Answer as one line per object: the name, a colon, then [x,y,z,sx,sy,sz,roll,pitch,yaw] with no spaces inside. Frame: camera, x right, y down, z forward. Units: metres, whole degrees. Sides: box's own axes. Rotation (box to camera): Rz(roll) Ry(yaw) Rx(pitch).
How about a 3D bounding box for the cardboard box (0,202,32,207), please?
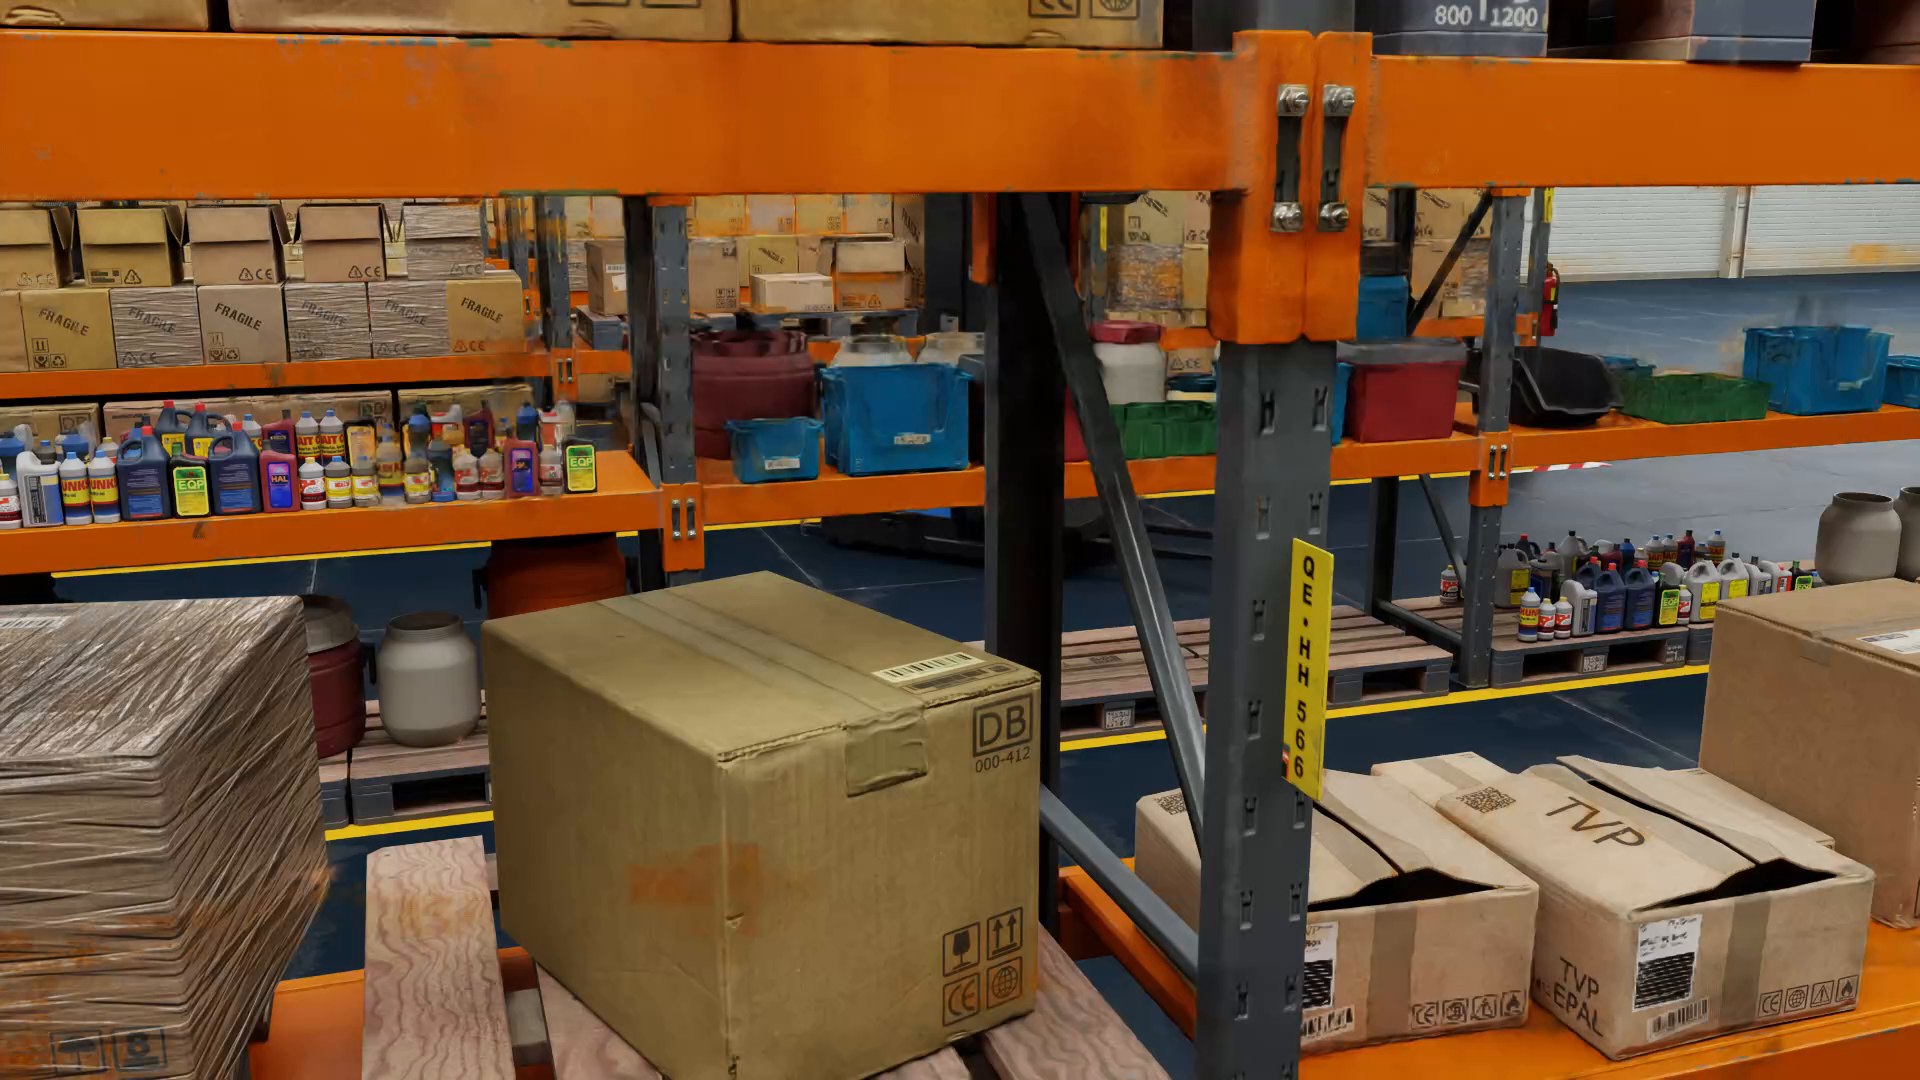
cardboard box: [-8.531,-2.987,14.697,0.500,0.500,0.500,-5,14,-20]

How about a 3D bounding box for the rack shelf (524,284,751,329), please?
rack shelf: [-2.485,-2.494,17.199,4.000,0.370,1.077,-4,14,-18]

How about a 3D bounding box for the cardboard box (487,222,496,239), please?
cardboard box: [-7.143,-4.769,25.534,0.500,0.250,0.500,-4,14,-18]

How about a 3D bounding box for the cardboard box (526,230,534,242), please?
cardboard box: [-5.409,-3.853,20.995,0.250,0.149,0.380,-5,14,-22]

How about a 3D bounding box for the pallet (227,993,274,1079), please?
pallet: [-1.580,0.810,2.170,1.213,0.211,1.003,-4,14,-18]

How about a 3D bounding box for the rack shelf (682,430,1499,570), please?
rack shelf: [0.581,-0.312,8.028,4.000,0.370,1.077,-4,14,-18]

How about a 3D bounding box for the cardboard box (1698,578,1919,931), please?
cardboard box: [1.846,0.396,3.280,0.500,0.500,0.500,-5,14,-21]

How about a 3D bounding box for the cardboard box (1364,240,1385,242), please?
cardboard box: [3.234,-2.259,13.801,0.500,0.500,0.875,-4,14,-18]

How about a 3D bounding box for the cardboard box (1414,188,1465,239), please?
cardboard box: [3.773,-2.738,13.652,0.500,0.500,0.500,-4,14,-18]

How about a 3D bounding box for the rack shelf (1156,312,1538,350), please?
rack shelf: [2.792,-1.694,13.836,4.000,0.370,1.077,-4,14,-18]

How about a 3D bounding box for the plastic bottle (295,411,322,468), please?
plastic bottle: [-2.823,-0.420,7.205,0.097,0.271,0.097,0,13,0]

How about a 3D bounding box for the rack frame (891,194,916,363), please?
rack frame: [-0.590,-2.991,17.737,0.127,3.000,1.000,-4,14,-18]

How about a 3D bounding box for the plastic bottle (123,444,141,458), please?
plastic bottle: [-3.191,-0.241,6.453,0.097,0.271,0.097,0,13,0]

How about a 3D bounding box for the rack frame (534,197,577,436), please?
rack frame: [-2.895,-1.601,11.891,0.127,3.000,1.000,-4,14,-18]

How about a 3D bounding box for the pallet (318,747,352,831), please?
pallet: [-3.203,0.999,6.989,1.213,0.211,1.003,-4,14,-18]

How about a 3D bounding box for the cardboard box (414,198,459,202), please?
cardboard box: [-6.462,-4.214,20.499,0.500,0.500,0.500,-5,14,-20]

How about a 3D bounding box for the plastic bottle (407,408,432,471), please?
plastic bottle: [-2.366,-0.441,7.292,0.097,0.271,0.097,0,13,0]

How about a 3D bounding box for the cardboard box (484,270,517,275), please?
cardboard box: [-3.442,-1.673,11.979,0.500,0.500,0.500,-4,14,-16]

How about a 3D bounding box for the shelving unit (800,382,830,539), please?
shelving unit: [-0.902,-0.653,11.794,0.258,1.200,0.503,7,15,28]

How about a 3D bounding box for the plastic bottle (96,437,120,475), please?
plastic bottle: [-3.563,-0.328,6.971,0.097,0.201,0.097,0,13,0]

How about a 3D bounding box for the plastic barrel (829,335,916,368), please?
plastic barrel: [-0.408,-0.692,7.827,0.421,0.512,0.421,0,13,0]

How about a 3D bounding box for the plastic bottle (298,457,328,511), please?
plastic bottle: [-2.542,-0.223,6.526,0.097,0.201,0.097,0,13,0]

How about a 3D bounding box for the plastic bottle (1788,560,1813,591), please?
plastic bottle: [4.561,0.247,9.042,0.133,0.283,0.061,-4,14,-17]

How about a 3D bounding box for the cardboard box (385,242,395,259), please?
cardboard box: [-5.442,-2.728,15.623,0.250,0.149,0.380,-4,14,-18]

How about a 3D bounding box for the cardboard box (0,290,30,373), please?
cardboard box: [-6.170,-1.333,10.550,0.500,0.500,0.500,-4,14,-18]

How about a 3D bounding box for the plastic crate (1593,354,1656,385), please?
plastic crate: [3.438,-0.879,9.176,0.616,0.251,0.499,-4,14,-18]

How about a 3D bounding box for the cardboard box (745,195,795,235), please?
cardboard box: [-2.024,-3.413,17.132,0.500,0.500,0.700,-4,14,-18]

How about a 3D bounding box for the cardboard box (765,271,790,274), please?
cardboard box: [-1.400,-1.922,12.624,0.258,0.266,0.396,-5,14,-20]

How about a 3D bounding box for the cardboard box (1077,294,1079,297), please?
cardboard box: [0.882,-2.260,18.348,0.875,0.875,0.875,-4,14,-18]

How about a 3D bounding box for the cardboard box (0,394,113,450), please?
cardboard box: [-6.086,-0.528,11.064,0.875,0.875,1.225,-4,14,-18]

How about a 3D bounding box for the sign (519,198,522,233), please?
sign: [-4.199,-3.103,15.873,0.005,0.325,0.100,-4,14,-18]

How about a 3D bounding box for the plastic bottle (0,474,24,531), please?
plastic bottle: [-3.550,-0.144,6.196,0.097,0.201,0.097,0,13,0]

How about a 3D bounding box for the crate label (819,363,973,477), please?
crate label: [-0.287,-0.546,7.379,0.616,0.435,0.502,-4,14,-18]

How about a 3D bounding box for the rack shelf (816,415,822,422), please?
rack shelf: [-0.902,-0.805,11.758,0.258,0.148,0.480,7,15,28]

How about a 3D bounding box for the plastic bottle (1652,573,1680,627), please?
plastic bottle: [3.722,0.312,8.768,0.133,0.283,0.061,-4,14,-16]

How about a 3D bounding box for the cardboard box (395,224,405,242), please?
cardboard box: [-5.186,-2.894,15.675,0.250,0.149,0.380,-4,14,-16]

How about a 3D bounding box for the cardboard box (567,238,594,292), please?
cardboard box: [-3.869,-2.719,16.374,0.500,0.500,0.500,-4,14,-17]

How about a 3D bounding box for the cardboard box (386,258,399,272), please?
cardboard box: [-5.419,-2.586,15.669,0.250,0.149,0.380,-5,14,-19]

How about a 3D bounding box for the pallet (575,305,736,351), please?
pallet: [-2.253,-1.583,12.232,1.003,0.211,1.213,-4,14,-18]

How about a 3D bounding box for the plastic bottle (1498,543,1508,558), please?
plastic bottle: [2.995,0.154,9.286,0.185,0.351,0.144,-5,14,-20]

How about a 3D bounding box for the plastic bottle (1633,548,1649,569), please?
plastic bottle: [3.936,0.148,9.636,0.097,0.201,0.097,0,13,0]

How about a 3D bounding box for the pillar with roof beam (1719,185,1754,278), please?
pillar with roof beam: [17.426,-8.902,29.622,0.400,9.000,9.100,-4,14,-18]

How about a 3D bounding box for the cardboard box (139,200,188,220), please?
cardboard box: [-9.338,-3.984,19.531,0.500,0.500,0.500,-4,14,-17]

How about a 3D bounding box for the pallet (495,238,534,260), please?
pallet: [-5.414,-3.757,21.370,1.003,0.211,1.213,-4,14,-18]

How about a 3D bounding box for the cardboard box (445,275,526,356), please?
cardboard box: [-3.283,-1.559,11.498,0.500,0.500,0.500,-4,14,-16]

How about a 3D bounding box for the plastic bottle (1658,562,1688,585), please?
plastic bottle: [3.884,0.257,9.016,0.135,0.276,0.152,-4,14,-18]

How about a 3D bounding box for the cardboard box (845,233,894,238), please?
cardboard box: [-0.999,-2.943,17.317,0.500,0.500,0.500,-5,14,-18]

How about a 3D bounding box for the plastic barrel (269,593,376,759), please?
plastic barrel: [-2.844,0.578,7.036,0.708,0.588,0.600,-4,14,-18]

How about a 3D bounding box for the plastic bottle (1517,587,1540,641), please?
plastic bottle: [2.918,0.376,8.524,0.097,0.271,0.097,0,13,0]

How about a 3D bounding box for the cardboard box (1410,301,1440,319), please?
cardboard box: [3.784,-1.940,13.858,0.250,0.149,0.380,-4,14,-18]

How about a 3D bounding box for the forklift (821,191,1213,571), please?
forklift: [0.582,-1.322,10.868,3.031,2.935,1.130,7,15,28]

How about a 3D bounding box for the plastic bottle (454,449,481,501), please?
plastic bottle: [-1.988,-0.266,6.707,0.097,0.201,0.097,0,13,0]

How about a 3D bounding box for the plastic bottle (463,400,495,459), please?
plastic bottle: [-2.154,-0.482,7.441,0.133,0.283,0.061,-4,14,-18]

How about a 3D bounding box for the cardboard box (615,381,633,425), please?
cardboard box: [-2.269,-1.020,12.278,0.500,0.250,0.500,-4,14,-16]

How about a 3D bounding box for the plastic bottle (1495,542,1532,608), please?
plastic bottle: [3.041,0.186,9.153,0.185,0.351,0.144,-4,14,-18]
